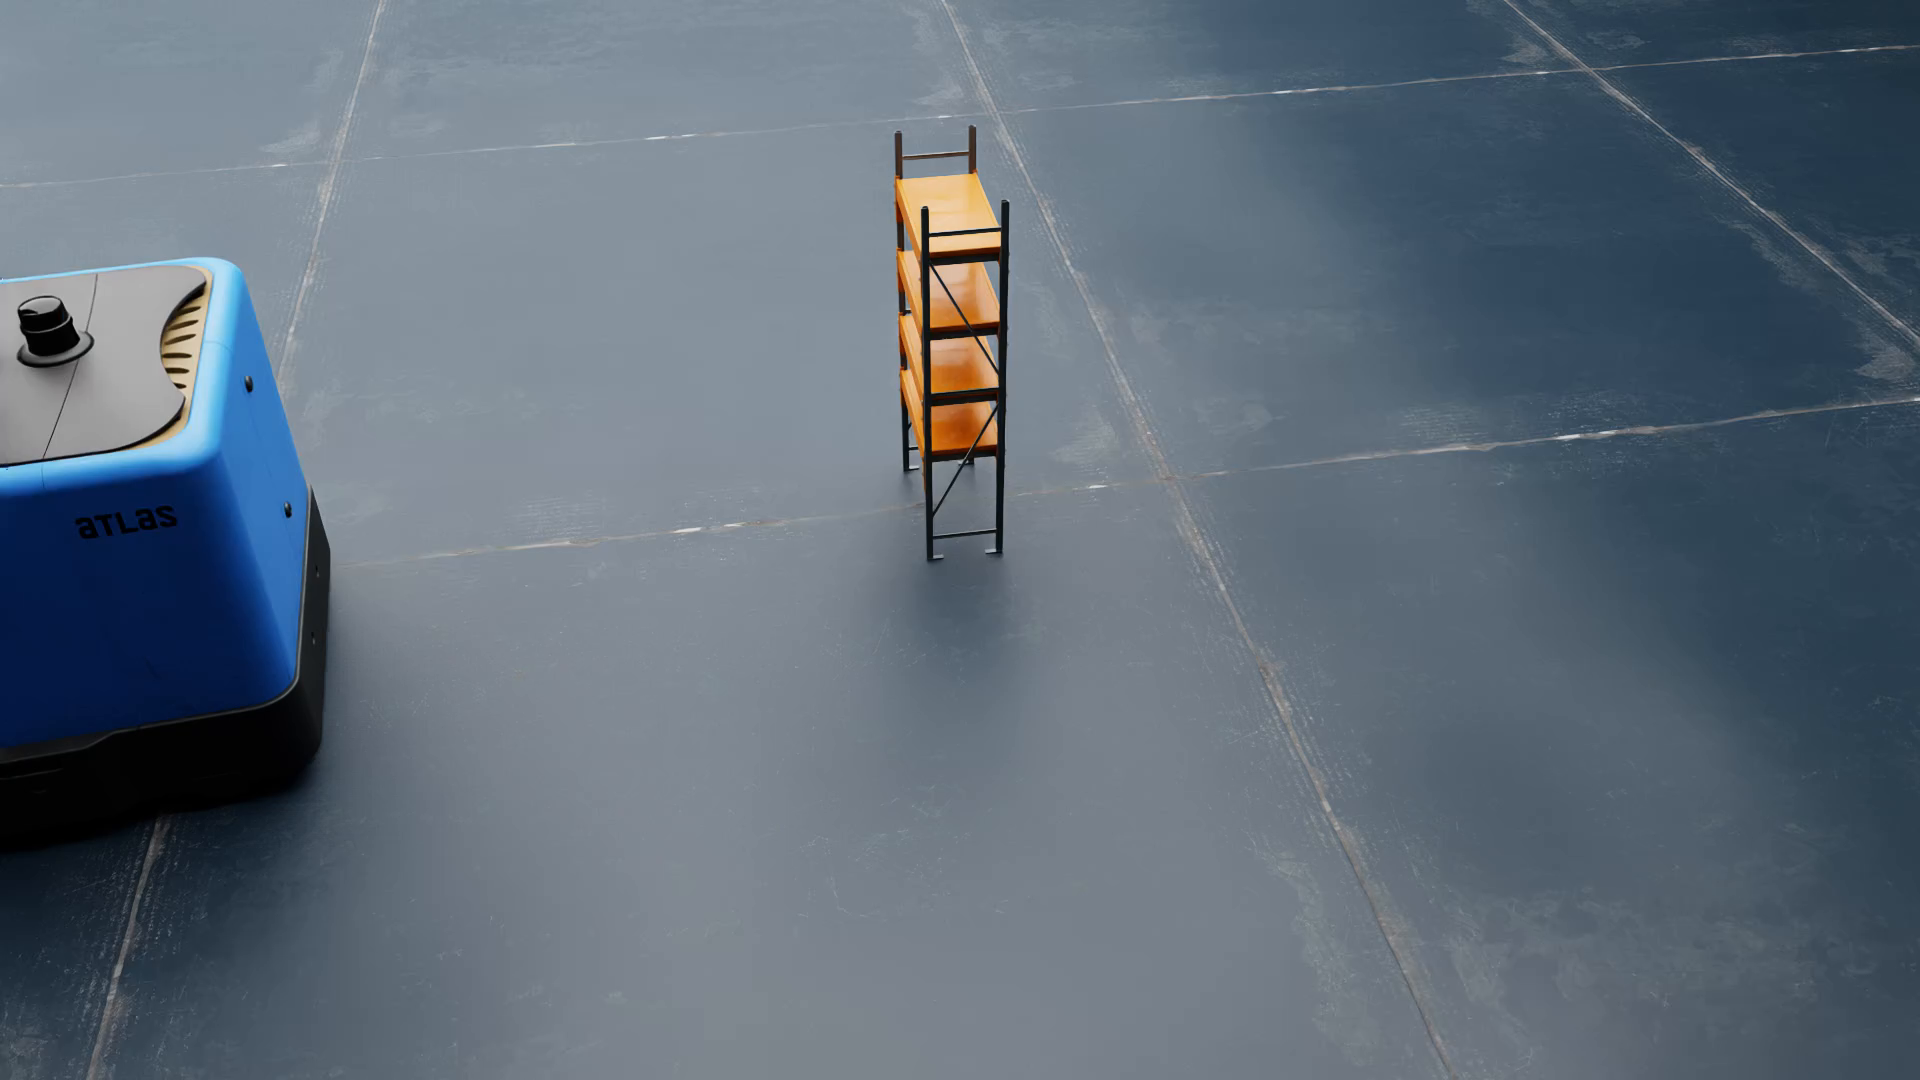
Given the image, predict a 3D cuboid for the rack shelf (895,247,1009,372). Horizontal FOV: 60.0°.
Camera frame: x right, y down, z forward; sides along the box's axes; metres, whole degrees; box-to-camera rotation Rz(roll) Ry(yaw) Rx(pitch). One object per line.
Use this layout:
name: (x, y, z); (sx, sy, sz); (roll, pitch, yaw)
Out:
rack shelf: (-0.029, -0.697, 4.915); (0.258, 0.148, 0.480); (-6, 38, -8)

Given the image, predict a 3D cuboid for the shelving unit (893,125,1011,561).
shelving unit: (-0.029, -0.574, 5.011); (0.258, 1.200, 0.503); (-6, 38, -8)

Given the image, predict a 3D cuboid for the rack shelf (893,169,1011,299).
rack shelf: (-0.029, -0.884, 4.770); (0.258, 0.148, 0.480); (-6, 38, -8)

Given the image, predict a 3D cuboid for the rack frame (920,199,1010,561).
rack frame: (0.014, -0.426, 4.821); (0.240, 1.200, 0.015); (-6, 38, -8)

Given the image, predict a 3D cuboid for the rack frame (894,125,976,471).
rack frame: (-0.072, -0.721, 5.200); (0.240, 1.200, 0.015); (-6, 38, -8)

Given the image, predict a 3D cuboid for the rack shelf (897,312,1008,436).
rack shelf: (-0.029, -0.521, 5.052); (0.258, 0.148, 0.480); (-6, 38, -8)

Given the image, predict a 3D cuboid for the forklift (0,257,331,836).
forklift: (-3.277, -0.572, 3.597); (3.031, 2.935, 1.130); (-9, 39, -12)

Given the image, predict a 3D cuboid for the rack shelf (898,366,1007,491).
rack shelf: (-0.029, -0.364, 5.174); (0.258, 0.148, 0.480); (-6, 38, -8)
